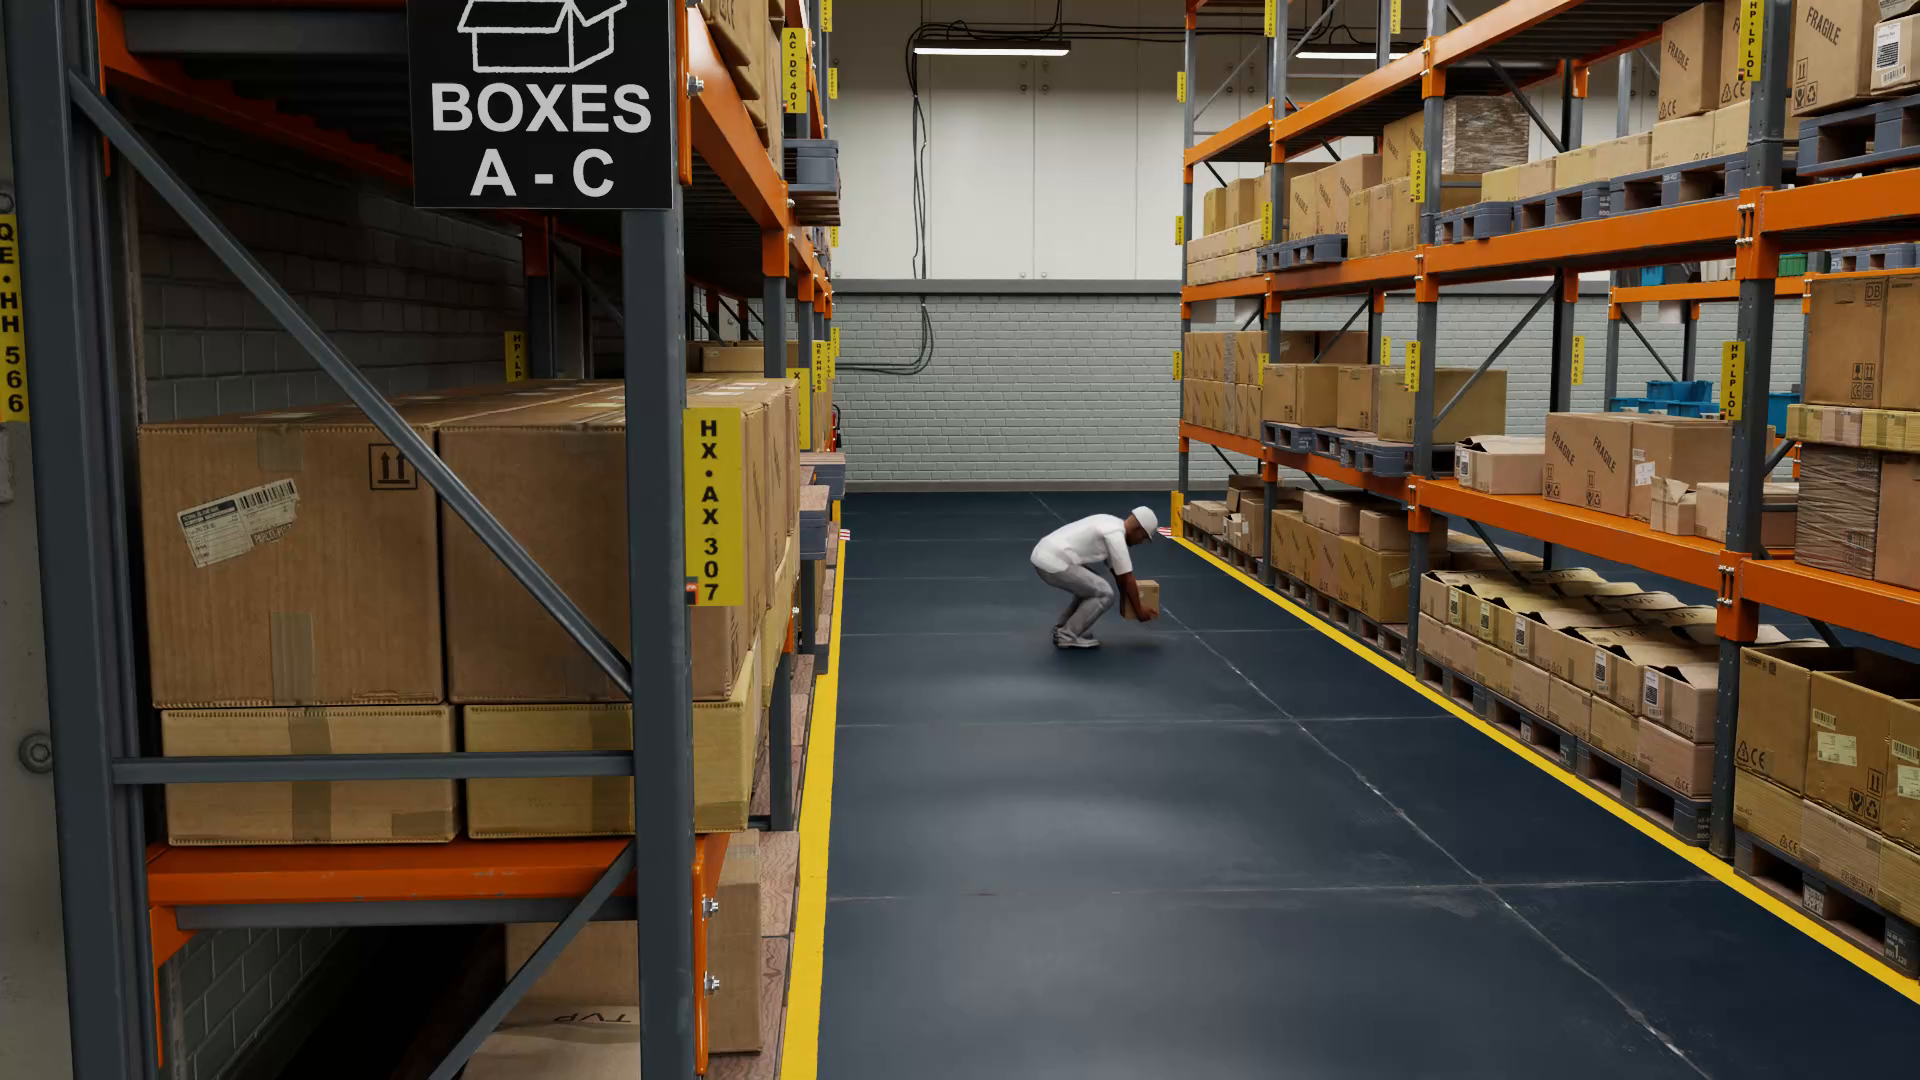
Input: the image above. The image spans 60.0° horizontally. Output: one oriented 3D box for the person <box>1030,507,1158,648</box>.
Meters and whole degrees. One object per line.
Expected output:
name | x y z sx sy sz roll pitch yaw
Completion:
person | 0.983 0.264 12.156 0.934 1.007 0.531 -1 7 -6
